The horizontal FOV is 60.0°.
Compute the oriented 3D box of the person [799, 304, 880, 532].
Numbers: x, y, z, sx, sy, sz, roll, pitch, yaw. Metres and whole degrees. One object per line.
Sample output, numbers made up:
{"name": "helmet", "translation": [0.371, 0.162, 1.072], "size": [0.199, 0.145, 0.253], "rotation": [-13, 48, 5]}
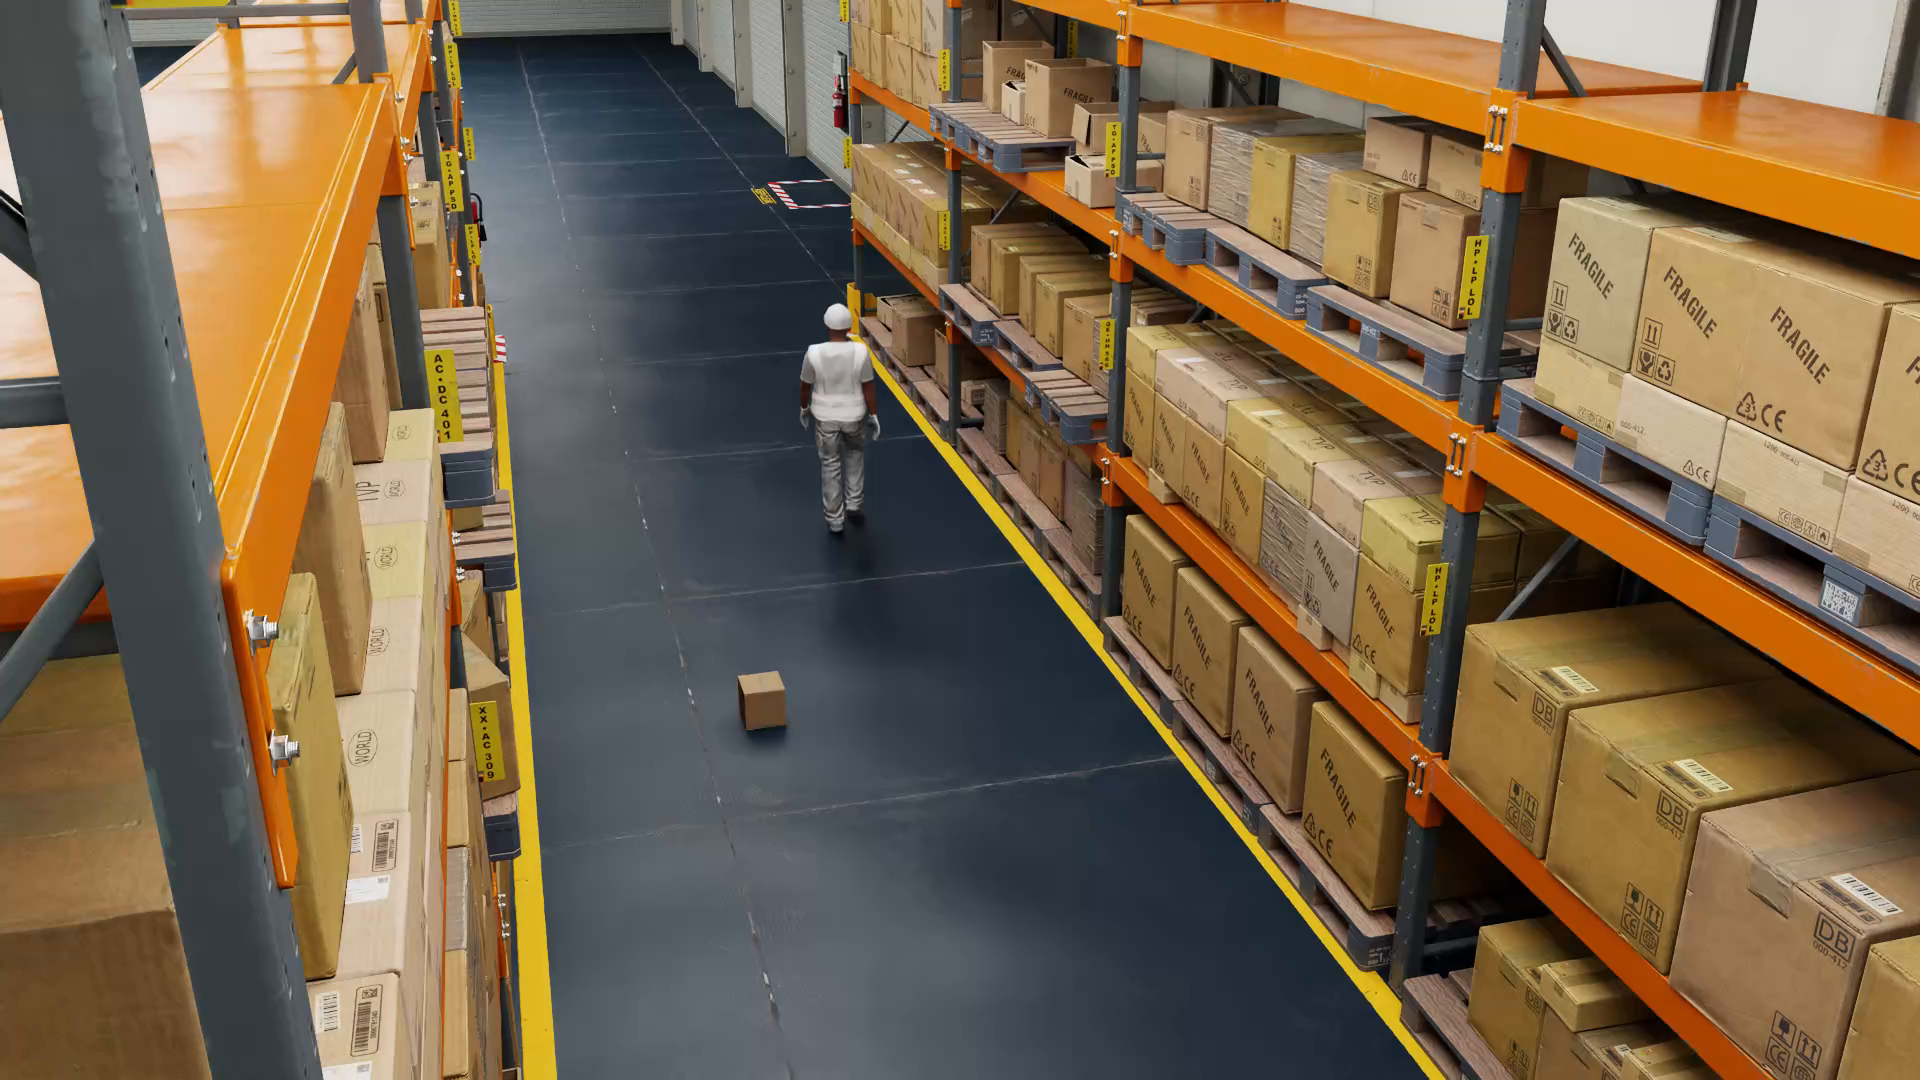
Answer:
{"name": "person", "translation": [-0.938, -0.953, 12.884], "size": [0.602, 1.846, 0.626], "rotation": [-3, 23, -8]}
